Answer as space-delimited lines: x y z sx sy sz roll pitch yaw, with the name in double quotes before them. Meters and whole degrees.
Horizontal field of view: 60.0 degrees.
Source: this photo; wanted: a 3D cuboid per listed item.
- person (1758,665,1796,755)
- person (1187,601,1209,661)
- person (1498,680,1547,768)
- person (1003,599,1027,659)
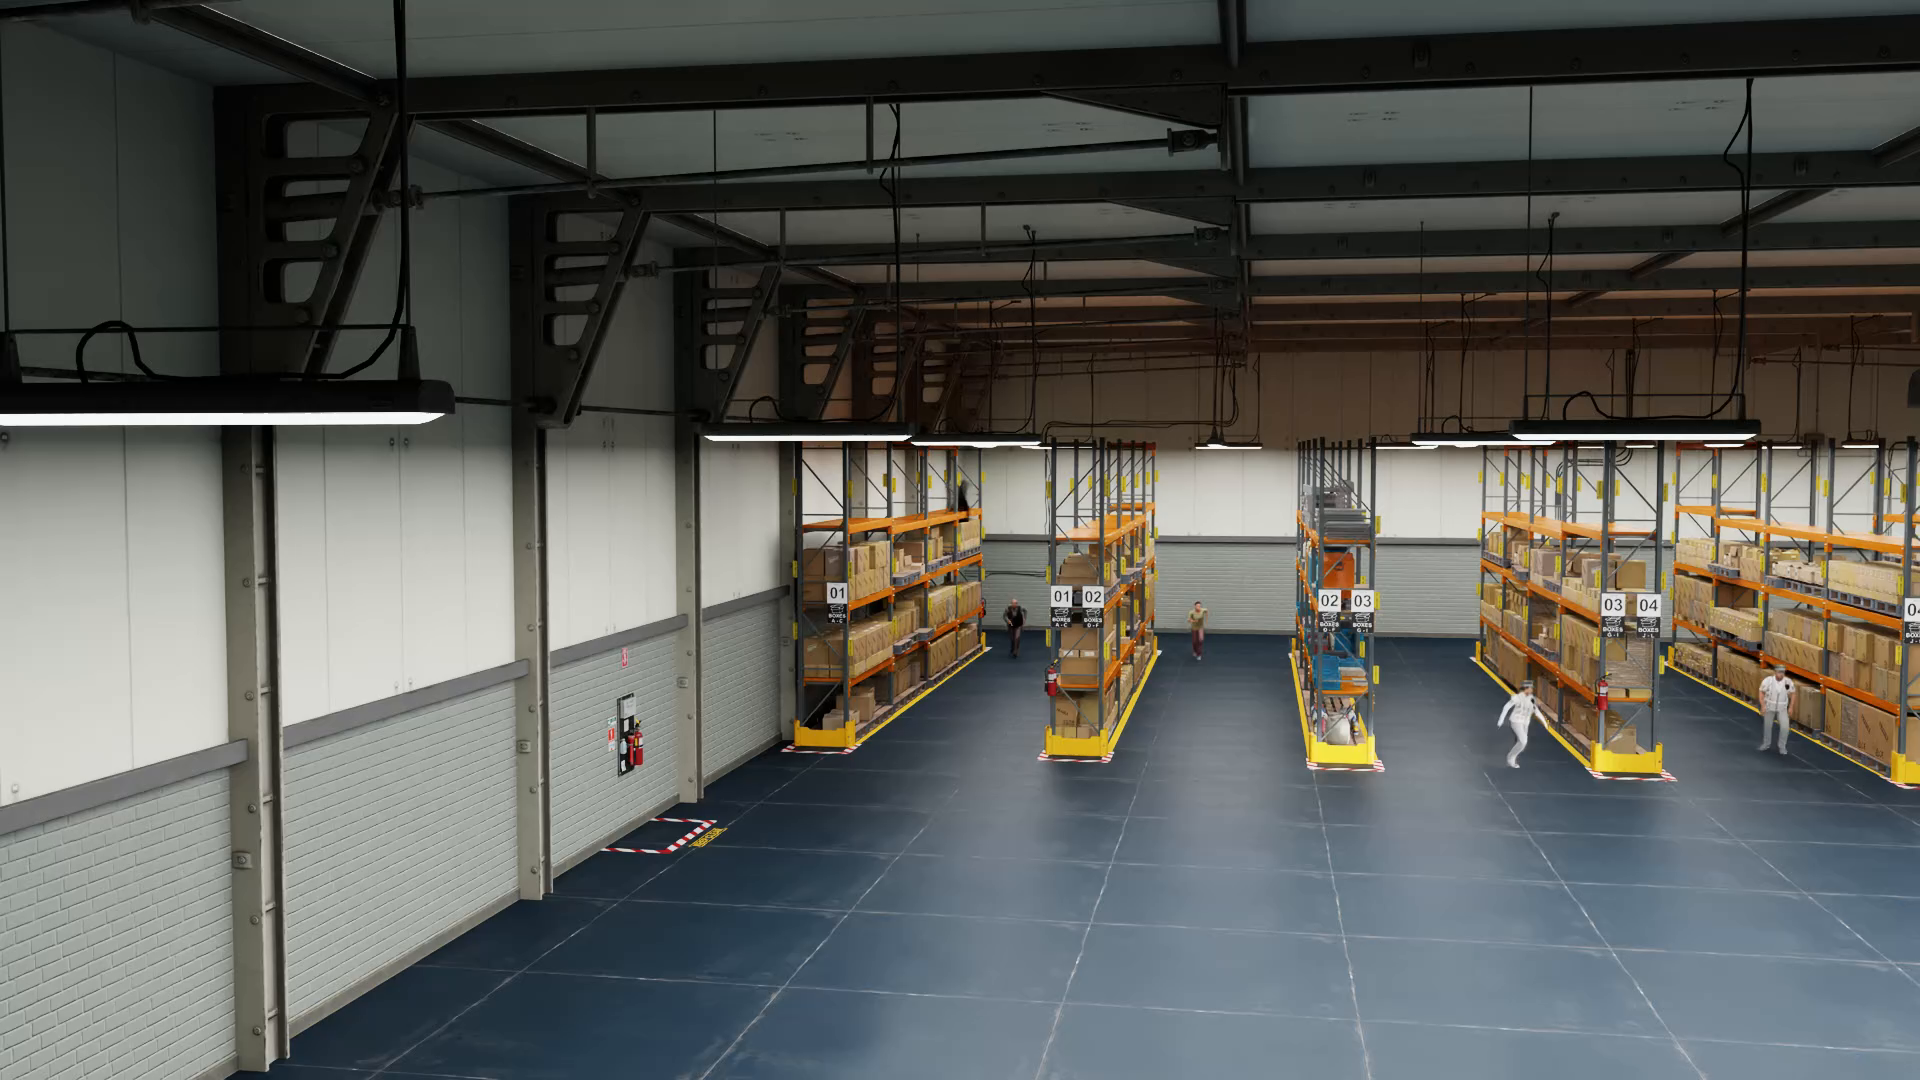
"person" 15.564 3.198 31.691 0.655 1.727 0.637 1 3 22
"person" 6.569 2.510 45.960 0.615 1.669 0.910 0 3 1
"person" 10.155 3.319 29.923 0.598 1.620 0.724 -2 3 -27
"person" 1.530 2.460 46.426 0.697 1.687 1.012 0 3 -3
